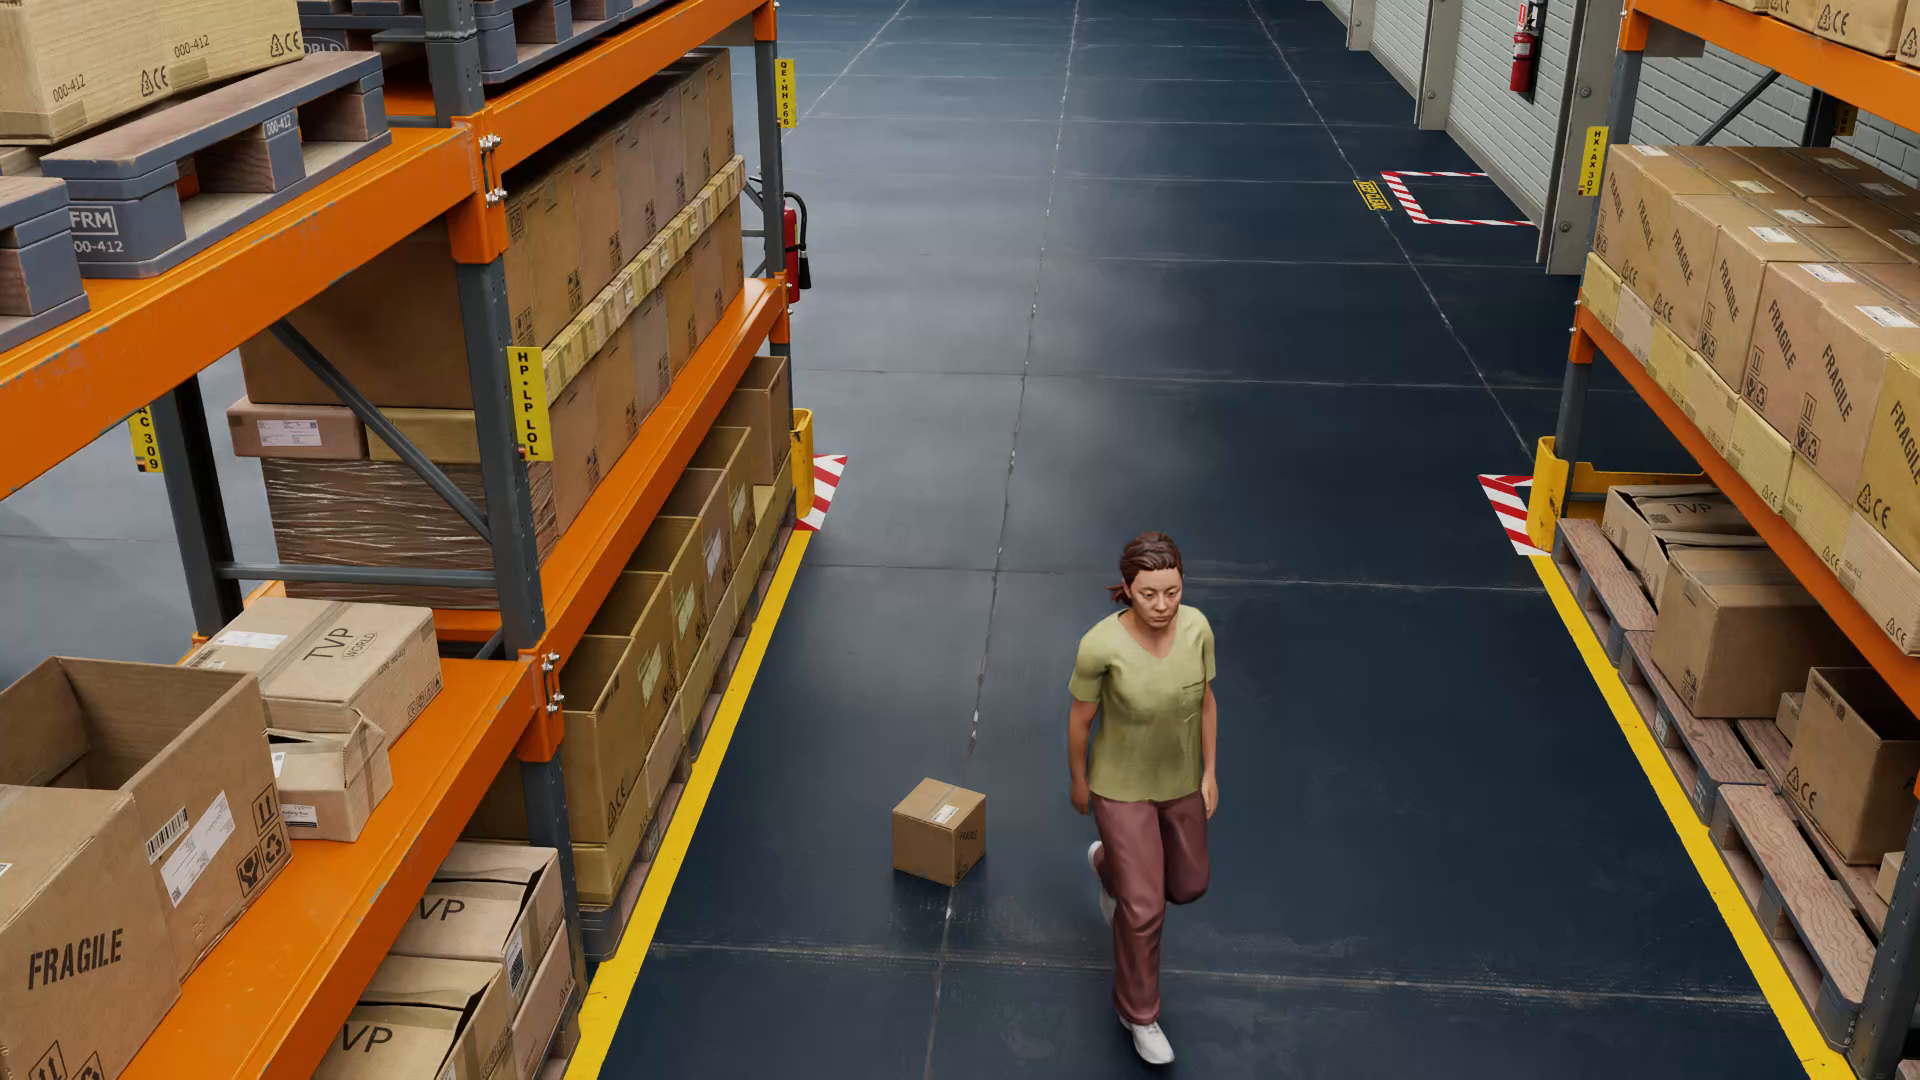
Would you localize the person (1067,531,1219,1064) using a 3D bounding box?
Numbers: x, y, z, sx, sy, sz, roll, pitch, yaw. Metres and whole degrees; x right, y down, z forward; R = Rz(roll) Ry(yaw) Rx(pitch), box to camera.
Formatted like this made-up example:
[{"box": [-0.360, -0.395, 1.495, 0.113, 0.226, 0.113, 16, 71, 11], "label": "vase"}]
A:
[{"box": [0.534, 0.708, 5.020, 0.451, 1.646, 0.749, -10, 26, -21], "label": "person"}]
